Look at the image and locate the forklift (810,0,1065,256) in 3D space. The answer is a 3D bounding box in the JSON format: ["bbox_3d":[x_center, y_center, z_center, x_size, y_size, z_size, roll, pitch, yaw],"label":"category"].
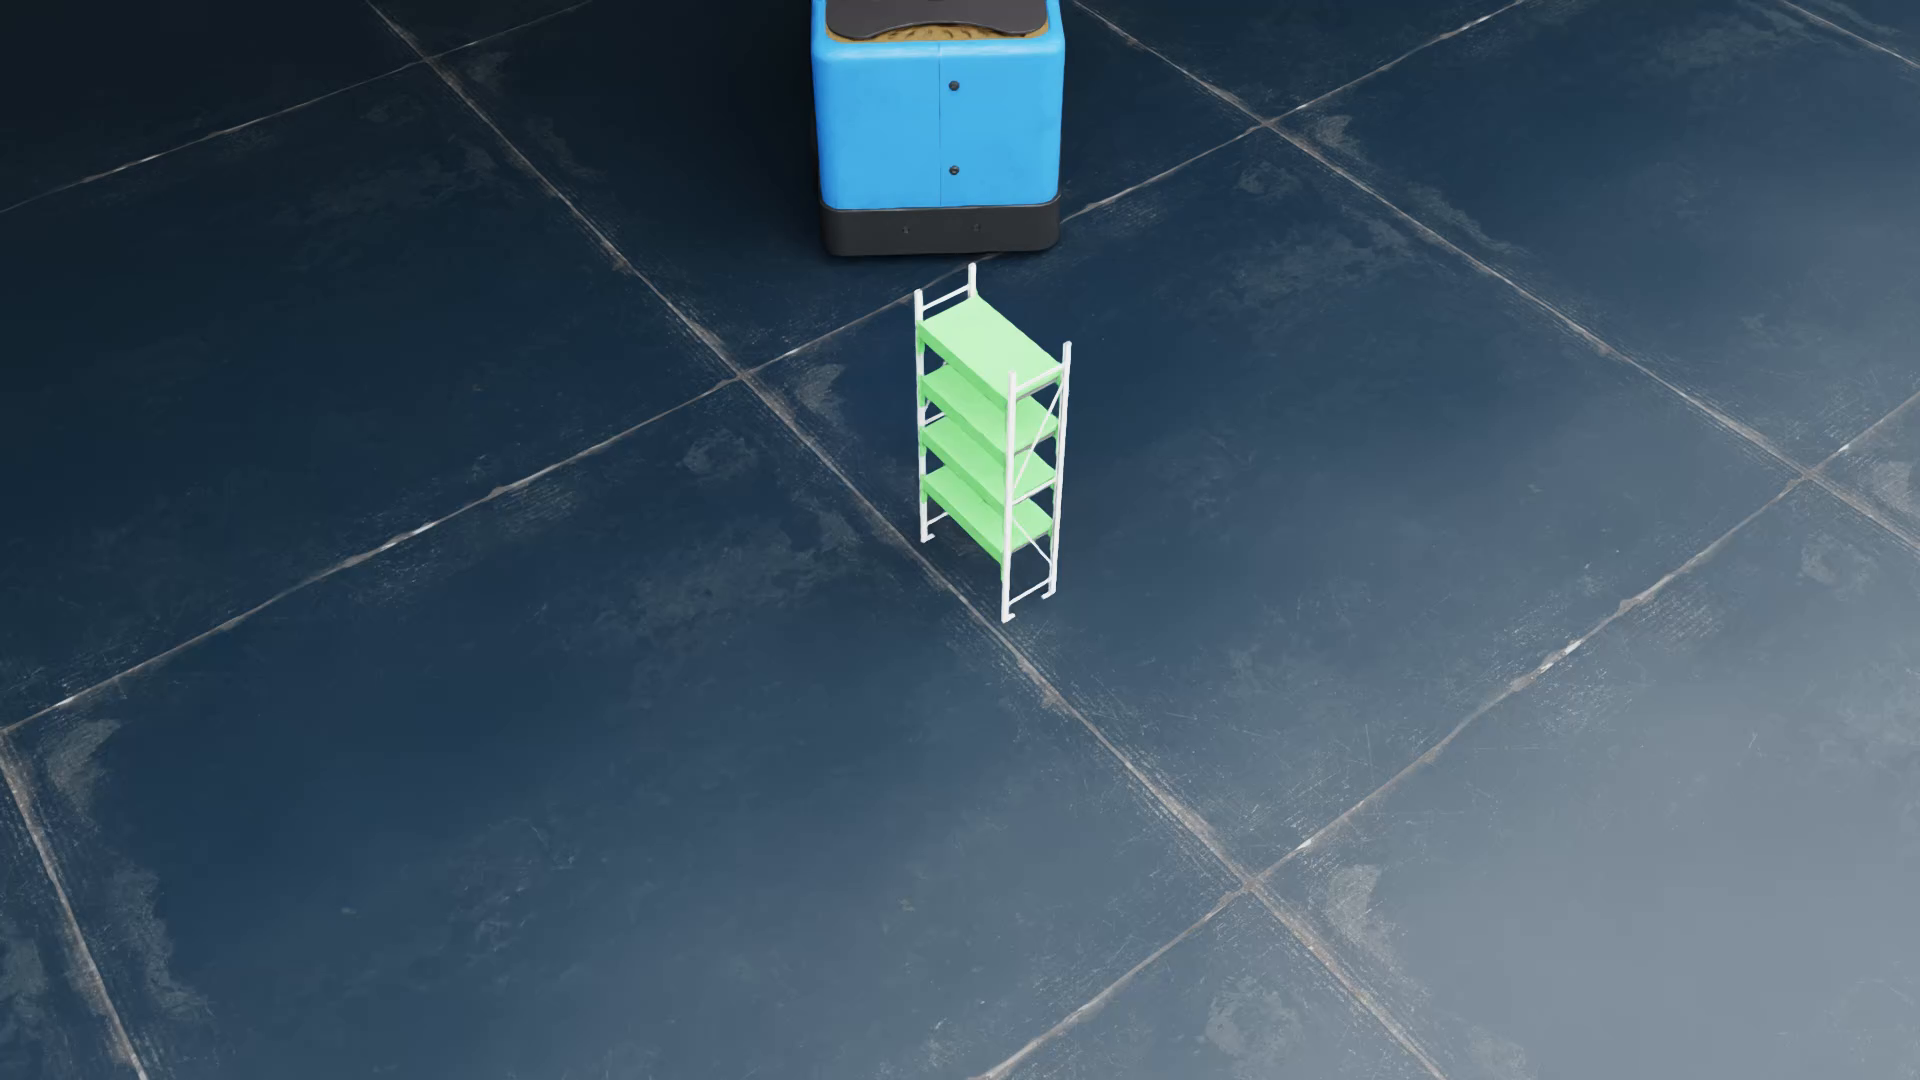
[{"bbox_3d":[-0.156,-3.313,7.275,1.130,2.935,3.031,-2,48,-2],"label":"forklift"}]

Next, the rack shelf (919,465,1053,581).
[{"bbox_3d":[0.100,-0.101,5.942,0.258,0.148,0.480,-29,54,-24],"label":"rack shelf"}]

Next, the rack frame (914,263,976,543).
[{"bbox_3d":[-0.048,-0.449,5.847,0.240,1.200,0.015,-29,54,-24],"label":"rack frame"}]

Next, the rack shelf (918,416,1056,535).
[{"bbox_3d":[0.100,-0.262,5.764,0.258,0.148,0.480,-29,54,-24],"label":"rack shelf"}]

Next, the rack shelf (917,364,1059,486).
[{"bbox_3d":[0.100,-0.424,5.587,0.258,0.148,0.480,-29,54,-24],"label":"rack shelf"}]

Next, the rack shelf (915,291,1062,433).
[{"bbox_3d":[0.100,-0.585,5.409,0.258,0.148,0.480,-29,54,-24],"label":"rack shelf"}]

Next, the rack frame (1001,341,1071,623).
[{"bbox_3d":[0.248,-0.162,5.587,0.240,1.200,0.015,-29,54,-24],"label":"rack frame"}]

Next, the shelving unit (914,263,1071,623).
[{"bbox_3d":[0.100,-0.305,5.717,0.258,1.200,0.503,-29,54,-24],"label":"shelving unit"}]
